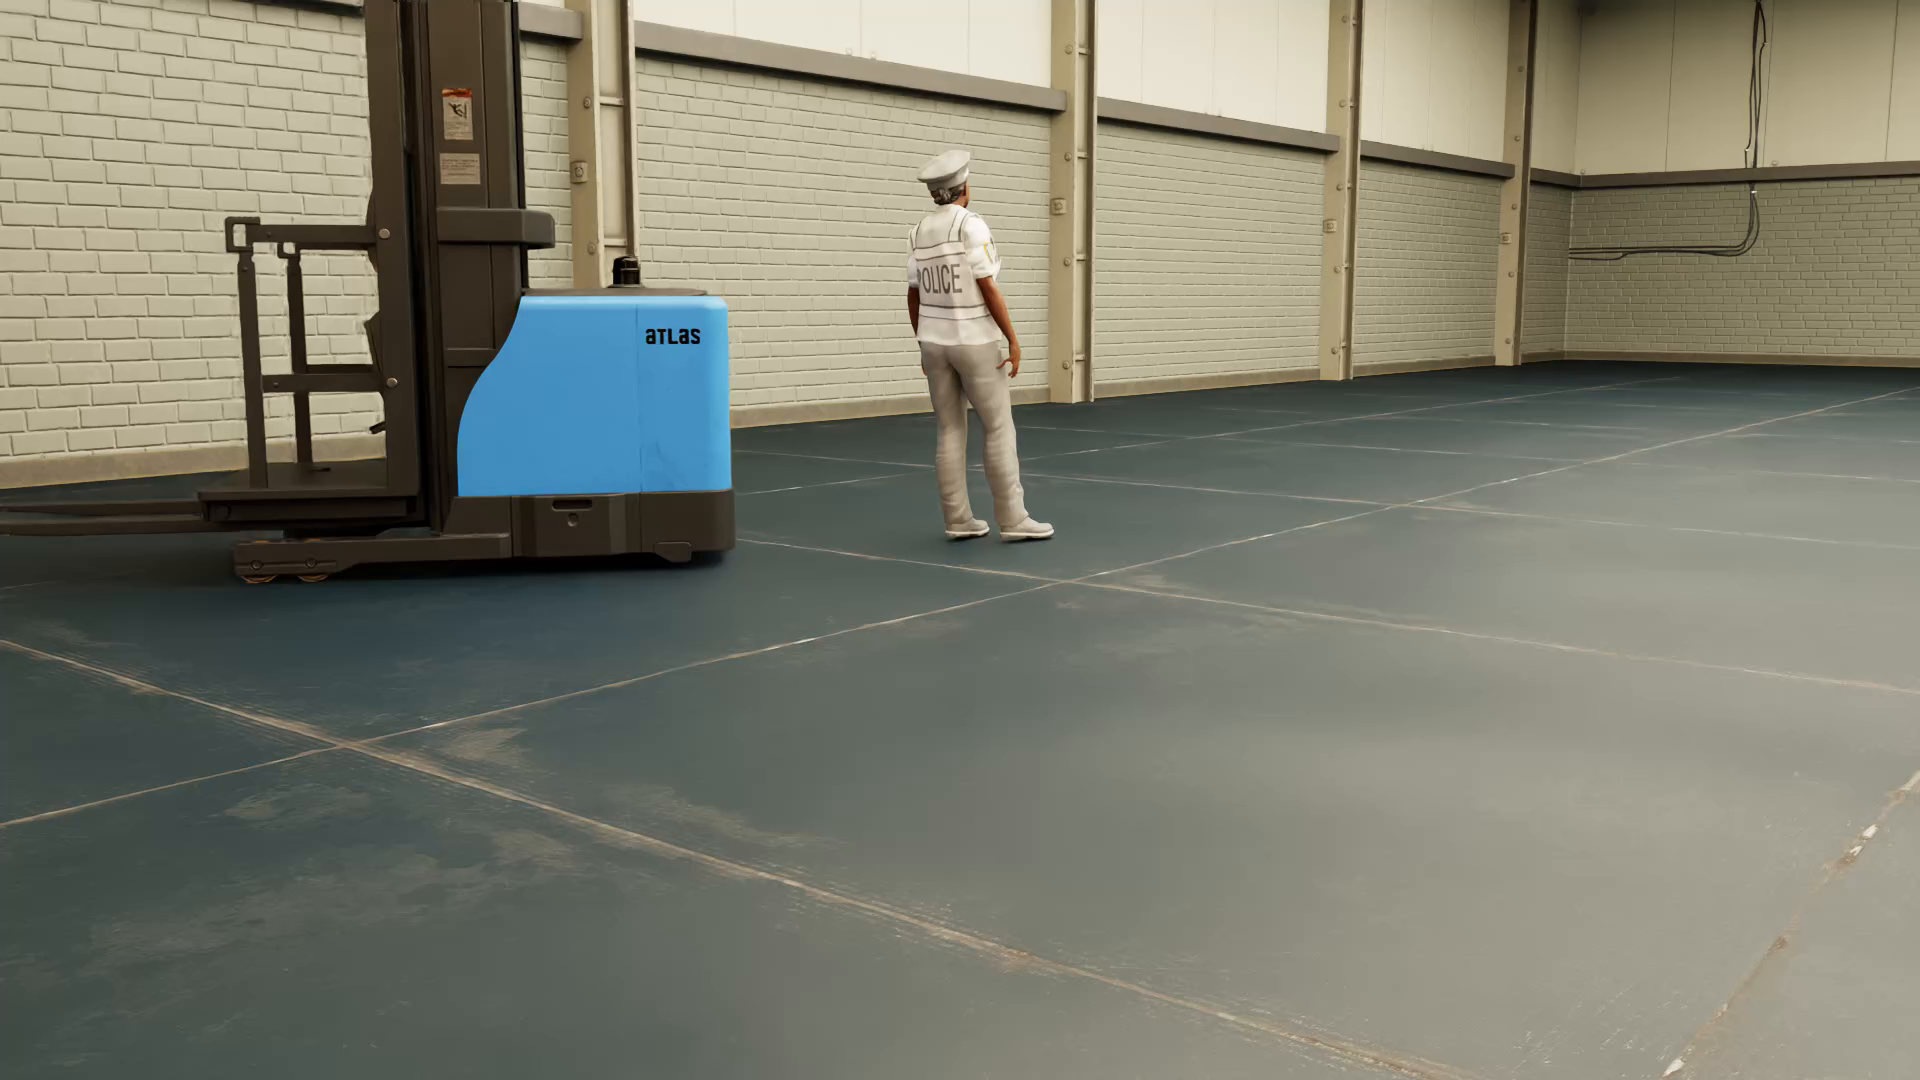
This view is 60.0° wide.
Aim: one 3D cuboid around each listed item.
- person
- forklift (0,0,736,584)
[{"bbox_3d":[0.062,-0.850,7.327,0.570,1.691,0.530,7,11,38],"label":"person"},{"bbox_3d":[-2.477,-1.367,6.626,3.031,2.935,1.130,-2,9,-12],"label":"forklift"}]
